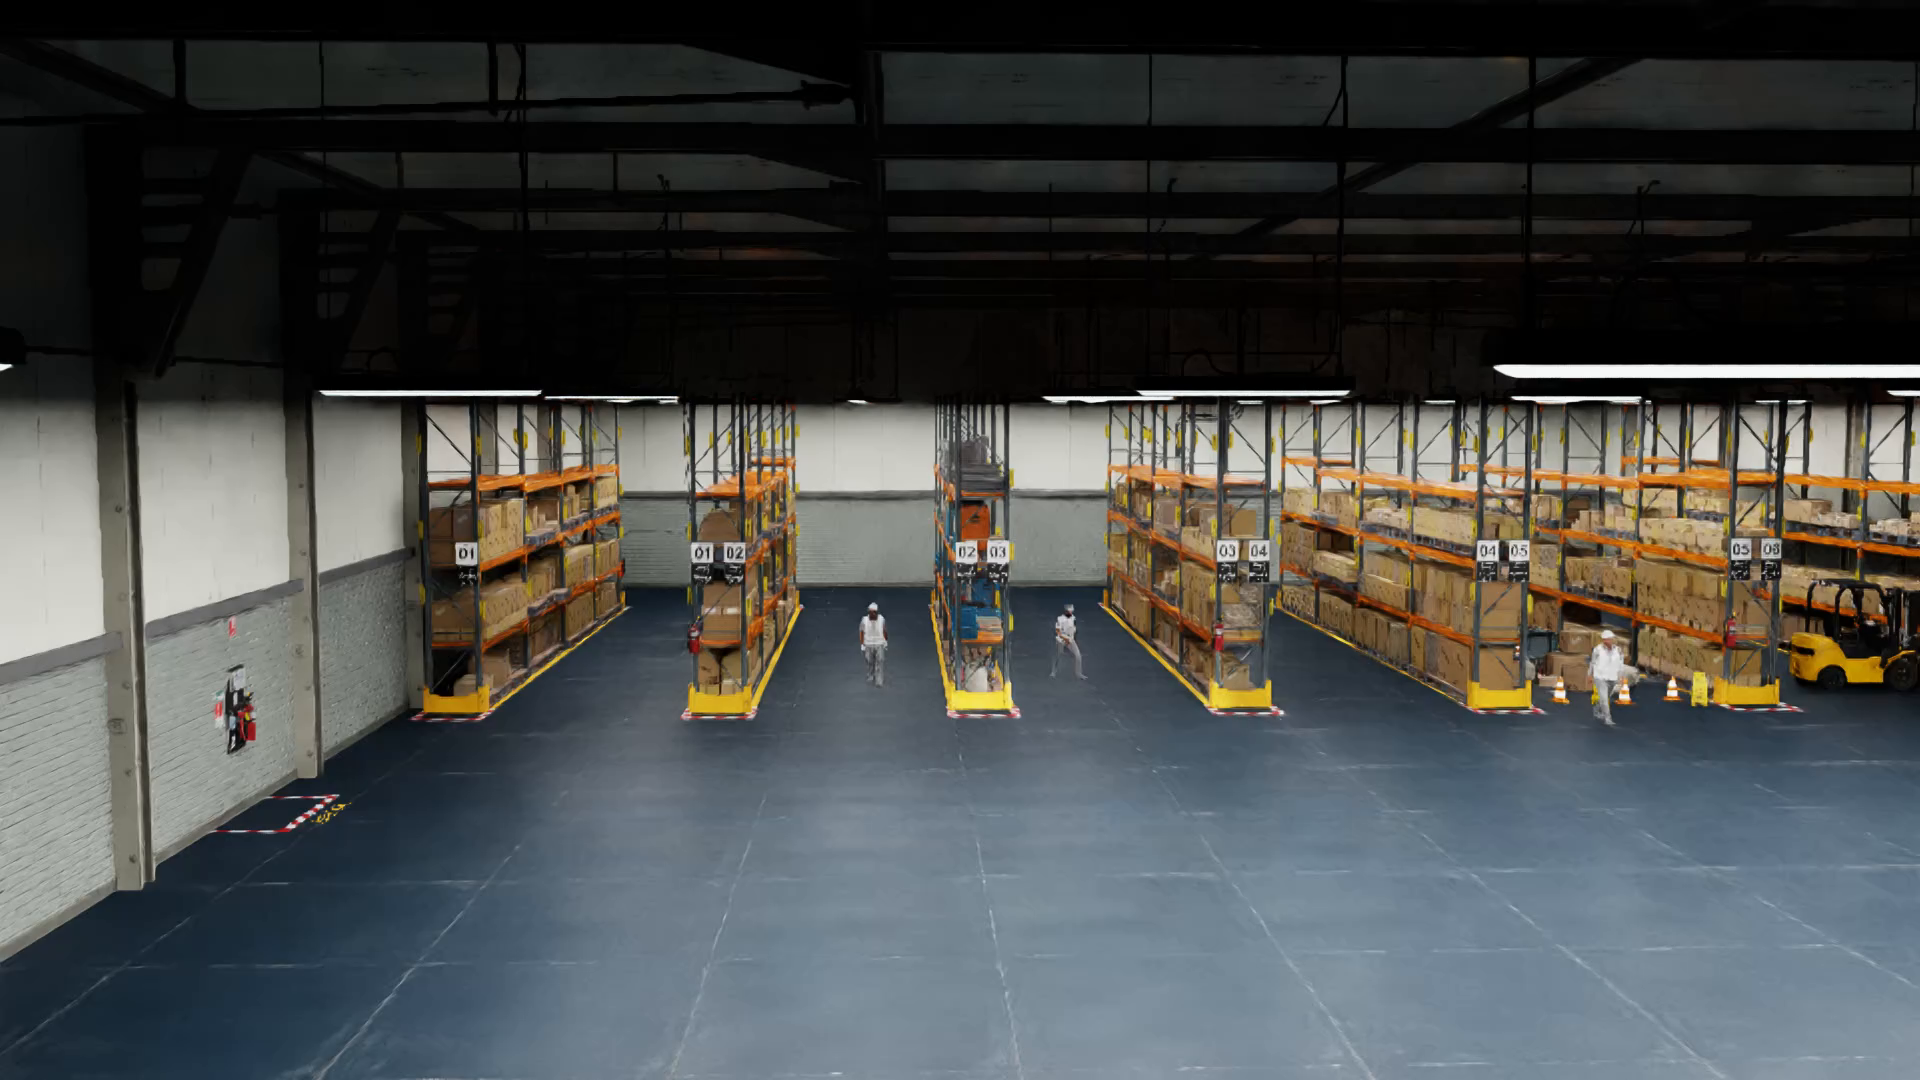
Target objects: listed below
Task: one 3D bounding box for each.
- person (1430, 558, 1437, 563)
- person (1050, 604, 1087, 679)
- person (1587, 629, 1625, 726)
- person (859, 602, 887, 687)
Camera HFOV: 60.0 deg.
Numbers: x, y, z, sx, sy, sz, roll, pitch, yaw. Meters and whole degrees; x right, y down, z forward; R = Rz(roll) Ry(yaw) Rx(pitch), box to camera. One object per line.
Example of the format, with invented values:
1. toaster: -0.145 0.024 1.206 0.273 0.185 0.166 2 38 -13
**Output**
1. person: 12.925 1.293 45.382 0.407 1.594 0.458 -3 5 -31
2. person: 2.253 2.114 34.961 0.626 1.610 0.804 -2 5 -20
3. person: 11.674 2.462 29.982 0.555 1.725 1.029 0 5 -3
4. person: -1.782 2.125 34.142 0.566 1.704 1.122 0 5 0
